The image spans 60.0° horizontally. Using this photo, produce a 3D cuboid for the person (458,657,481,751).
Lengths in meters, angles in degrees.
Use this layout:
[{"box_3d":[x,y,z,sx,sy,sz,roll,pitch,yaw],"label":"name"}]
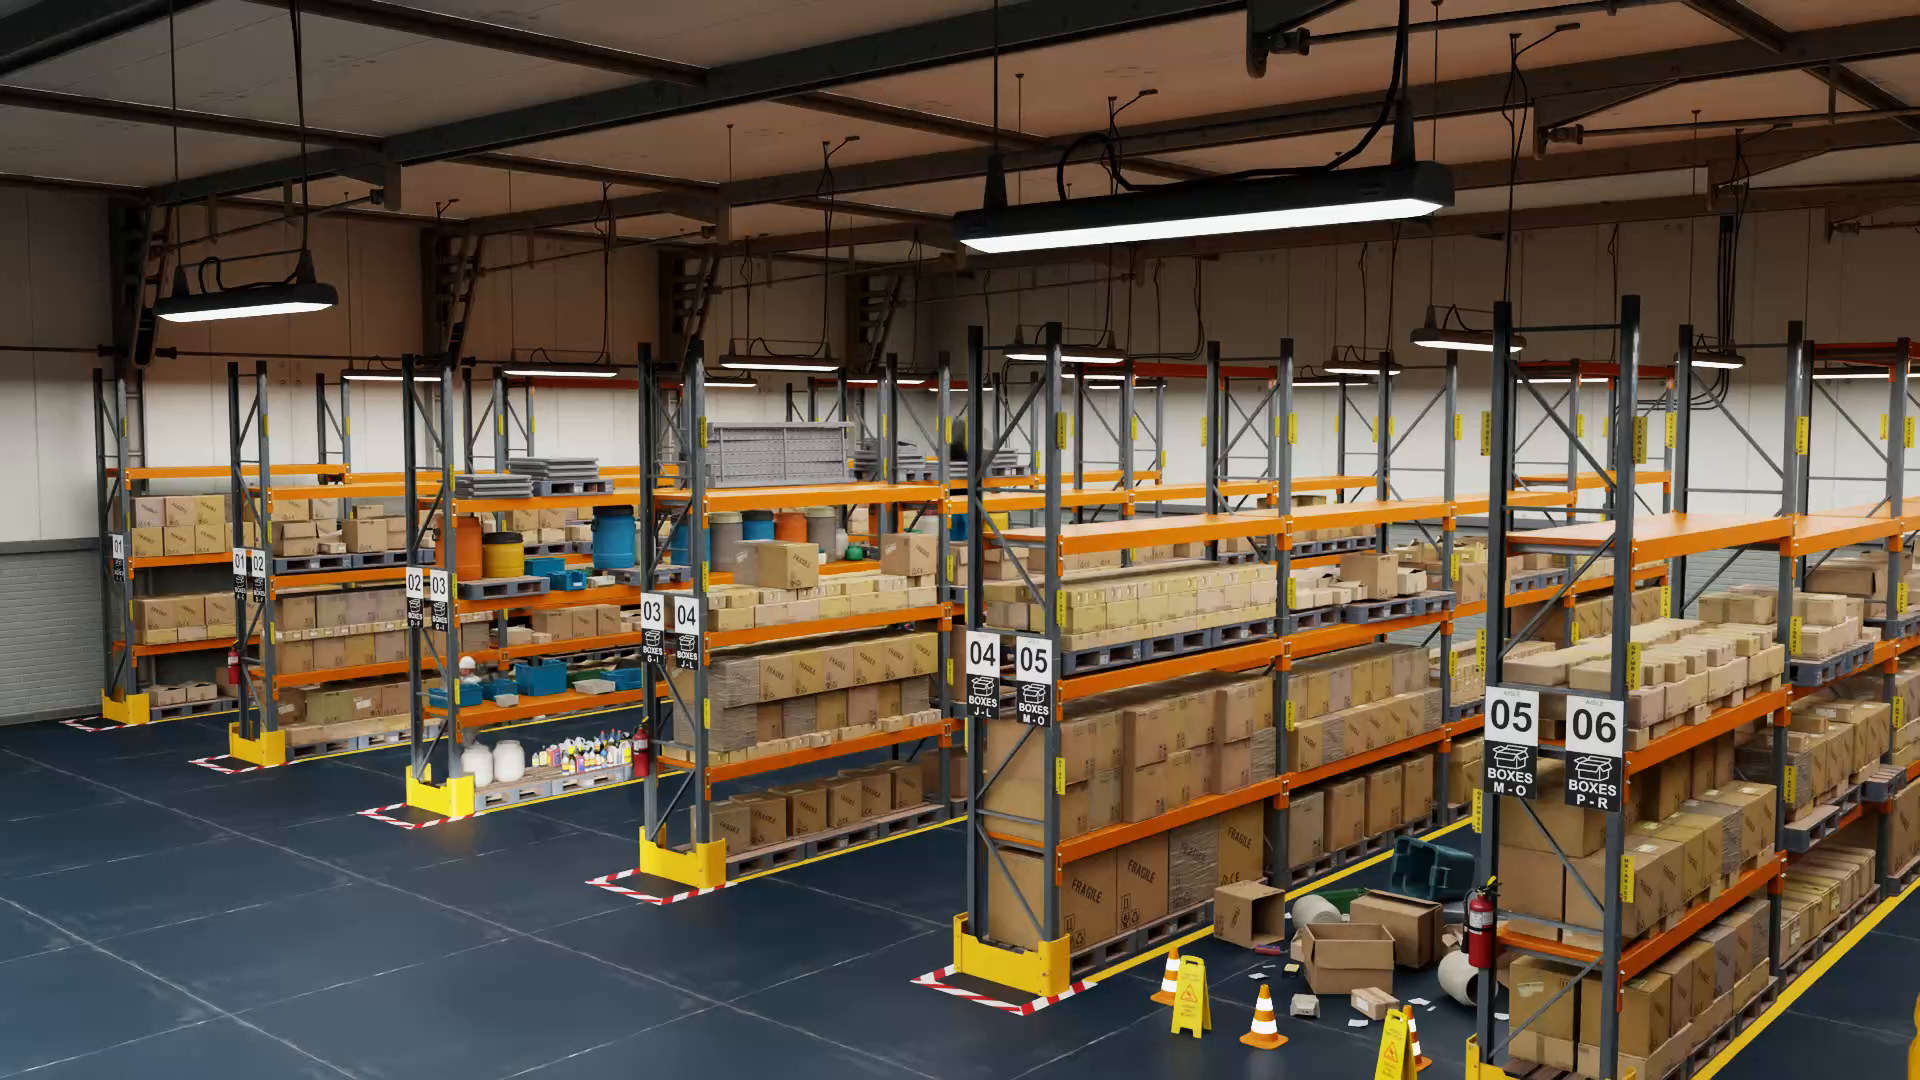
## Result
[{"box_3d":[-7.061,2.551,24.035,0.473,1.771,0.769,-1,4,-8],"label":"person"}]
